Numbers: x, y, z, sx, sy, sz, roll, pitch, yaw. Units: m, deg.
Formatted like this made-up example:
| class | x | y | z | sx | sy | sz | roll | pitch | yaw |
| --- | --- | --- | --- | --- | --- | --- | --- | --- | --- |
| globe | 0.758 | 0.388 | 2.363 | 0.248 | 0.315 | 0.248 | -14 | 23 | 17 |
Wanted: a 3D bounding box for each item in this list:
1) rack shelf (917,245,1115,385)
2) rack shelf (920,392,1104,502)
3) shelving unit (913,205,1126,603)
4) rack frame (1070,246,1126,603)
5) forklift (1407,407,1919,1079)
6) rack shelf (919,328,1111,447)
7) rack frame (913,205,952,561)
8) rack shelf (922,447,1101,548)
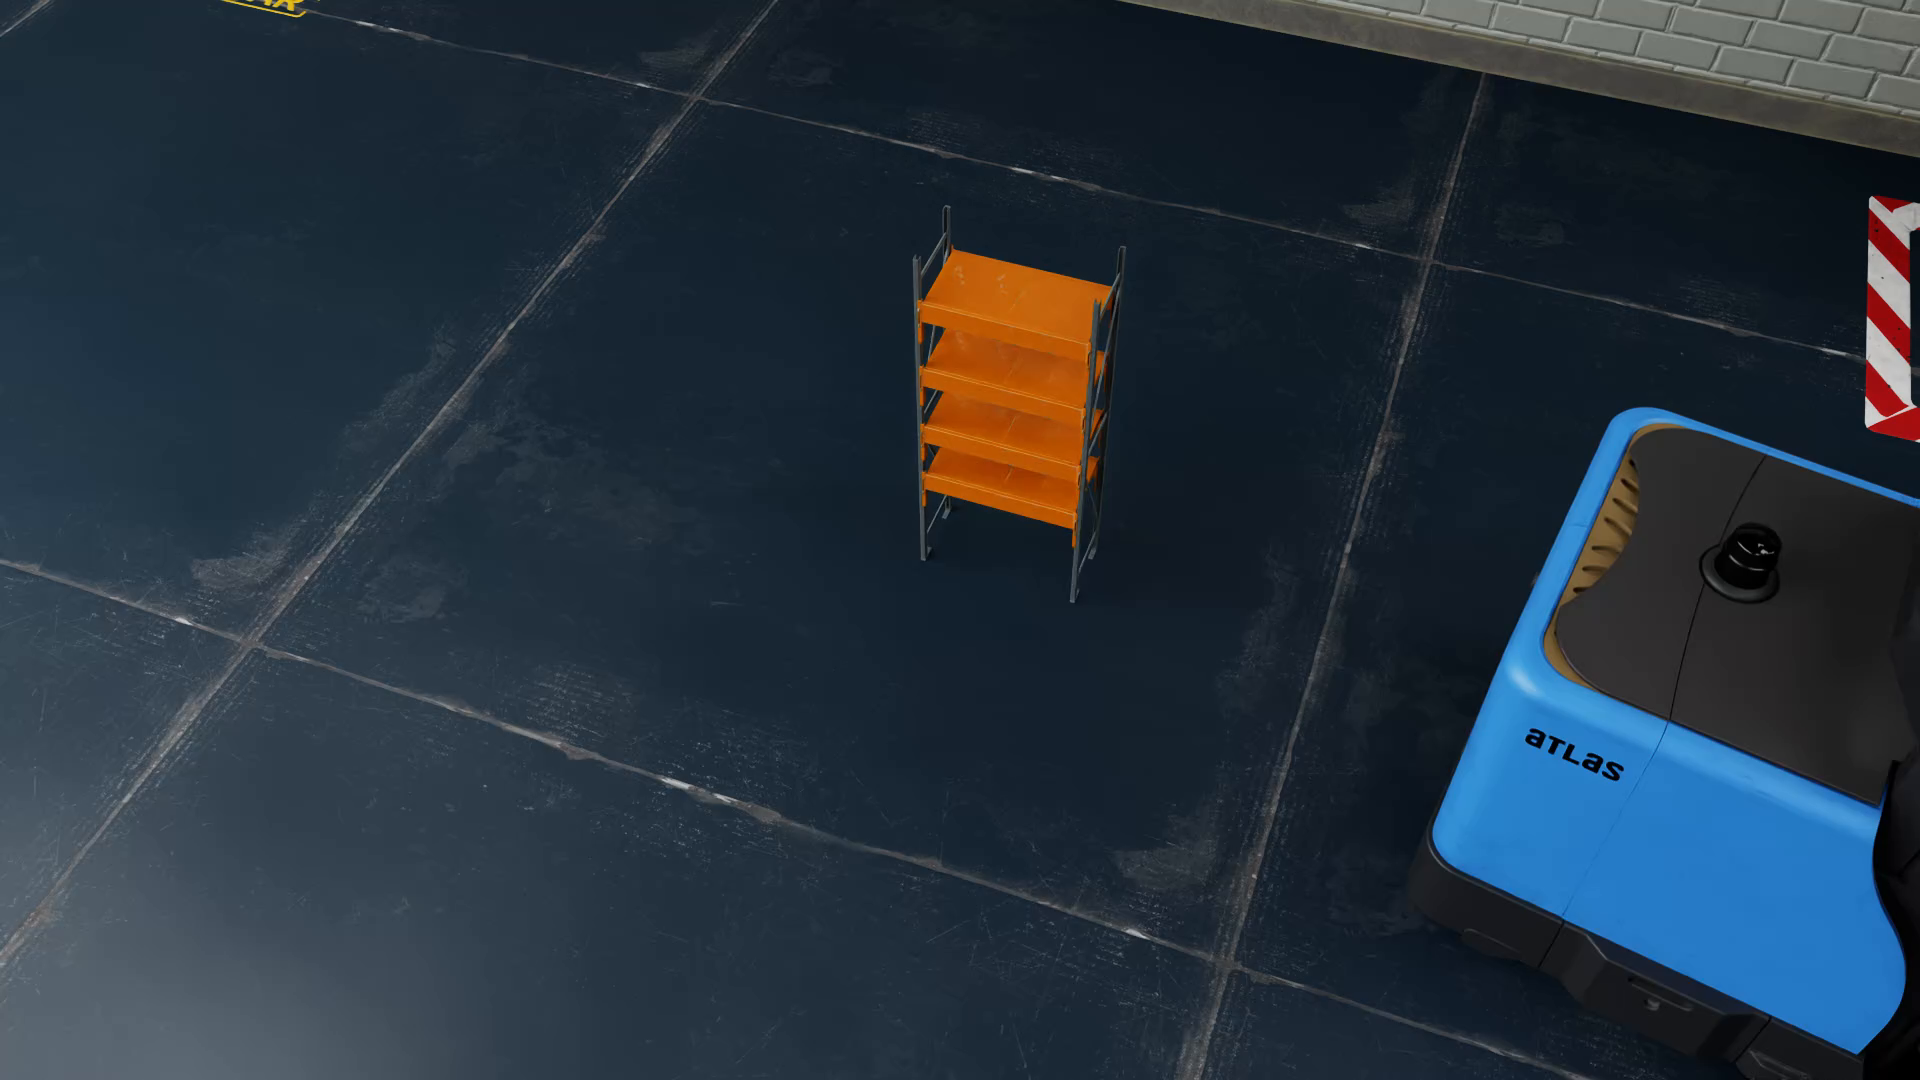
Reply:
| class | x | y | z | sx | sy | sz | roll | pitch | yaw |
| --- | --- | --- | --- | --- | --- | --- | --- | --- | --- |
| rack shelf | 0.155 | -0.607 | 4.462 | 0.480 | 0.148 | 0.258 | 16 | 51 | 13 |
| rack shelf | 0.155 | -0.306 | 4.810 | 0.480 | 0.148 | 0.258 | 16 | 51 | 13 |
| shelving unit | 0.155 | -0.350 | 4.759 | 0.503 | 1.200 | 0.258 | 16 | 51 | 13 |
| rack frame | 0.384 | -0.286 | 4.704 | 0.015 | 1.200 | 0.240 | 16 | 51 | 13 |
| forklift | 2.708 | 0.265 | 3.081 | 3.031 | 2.935 | 1.130 | 24 | 53 | 19 |
| rack shelf | 0.155 | -0.452 | 4.641 | 0.480 | 0.148 | 0.258 | 16 | 51 | 13 |
| rack frame | -0.074 | -0.414 | 4.814 | 0.015 | 1.200 | 0.240 | 16 | 51 | 13 |
| rack shelf | 0.155 | -0.176 | 4.960 | 0.480 | 0.148 | 0.258 | 16 | 51 | 13 |
